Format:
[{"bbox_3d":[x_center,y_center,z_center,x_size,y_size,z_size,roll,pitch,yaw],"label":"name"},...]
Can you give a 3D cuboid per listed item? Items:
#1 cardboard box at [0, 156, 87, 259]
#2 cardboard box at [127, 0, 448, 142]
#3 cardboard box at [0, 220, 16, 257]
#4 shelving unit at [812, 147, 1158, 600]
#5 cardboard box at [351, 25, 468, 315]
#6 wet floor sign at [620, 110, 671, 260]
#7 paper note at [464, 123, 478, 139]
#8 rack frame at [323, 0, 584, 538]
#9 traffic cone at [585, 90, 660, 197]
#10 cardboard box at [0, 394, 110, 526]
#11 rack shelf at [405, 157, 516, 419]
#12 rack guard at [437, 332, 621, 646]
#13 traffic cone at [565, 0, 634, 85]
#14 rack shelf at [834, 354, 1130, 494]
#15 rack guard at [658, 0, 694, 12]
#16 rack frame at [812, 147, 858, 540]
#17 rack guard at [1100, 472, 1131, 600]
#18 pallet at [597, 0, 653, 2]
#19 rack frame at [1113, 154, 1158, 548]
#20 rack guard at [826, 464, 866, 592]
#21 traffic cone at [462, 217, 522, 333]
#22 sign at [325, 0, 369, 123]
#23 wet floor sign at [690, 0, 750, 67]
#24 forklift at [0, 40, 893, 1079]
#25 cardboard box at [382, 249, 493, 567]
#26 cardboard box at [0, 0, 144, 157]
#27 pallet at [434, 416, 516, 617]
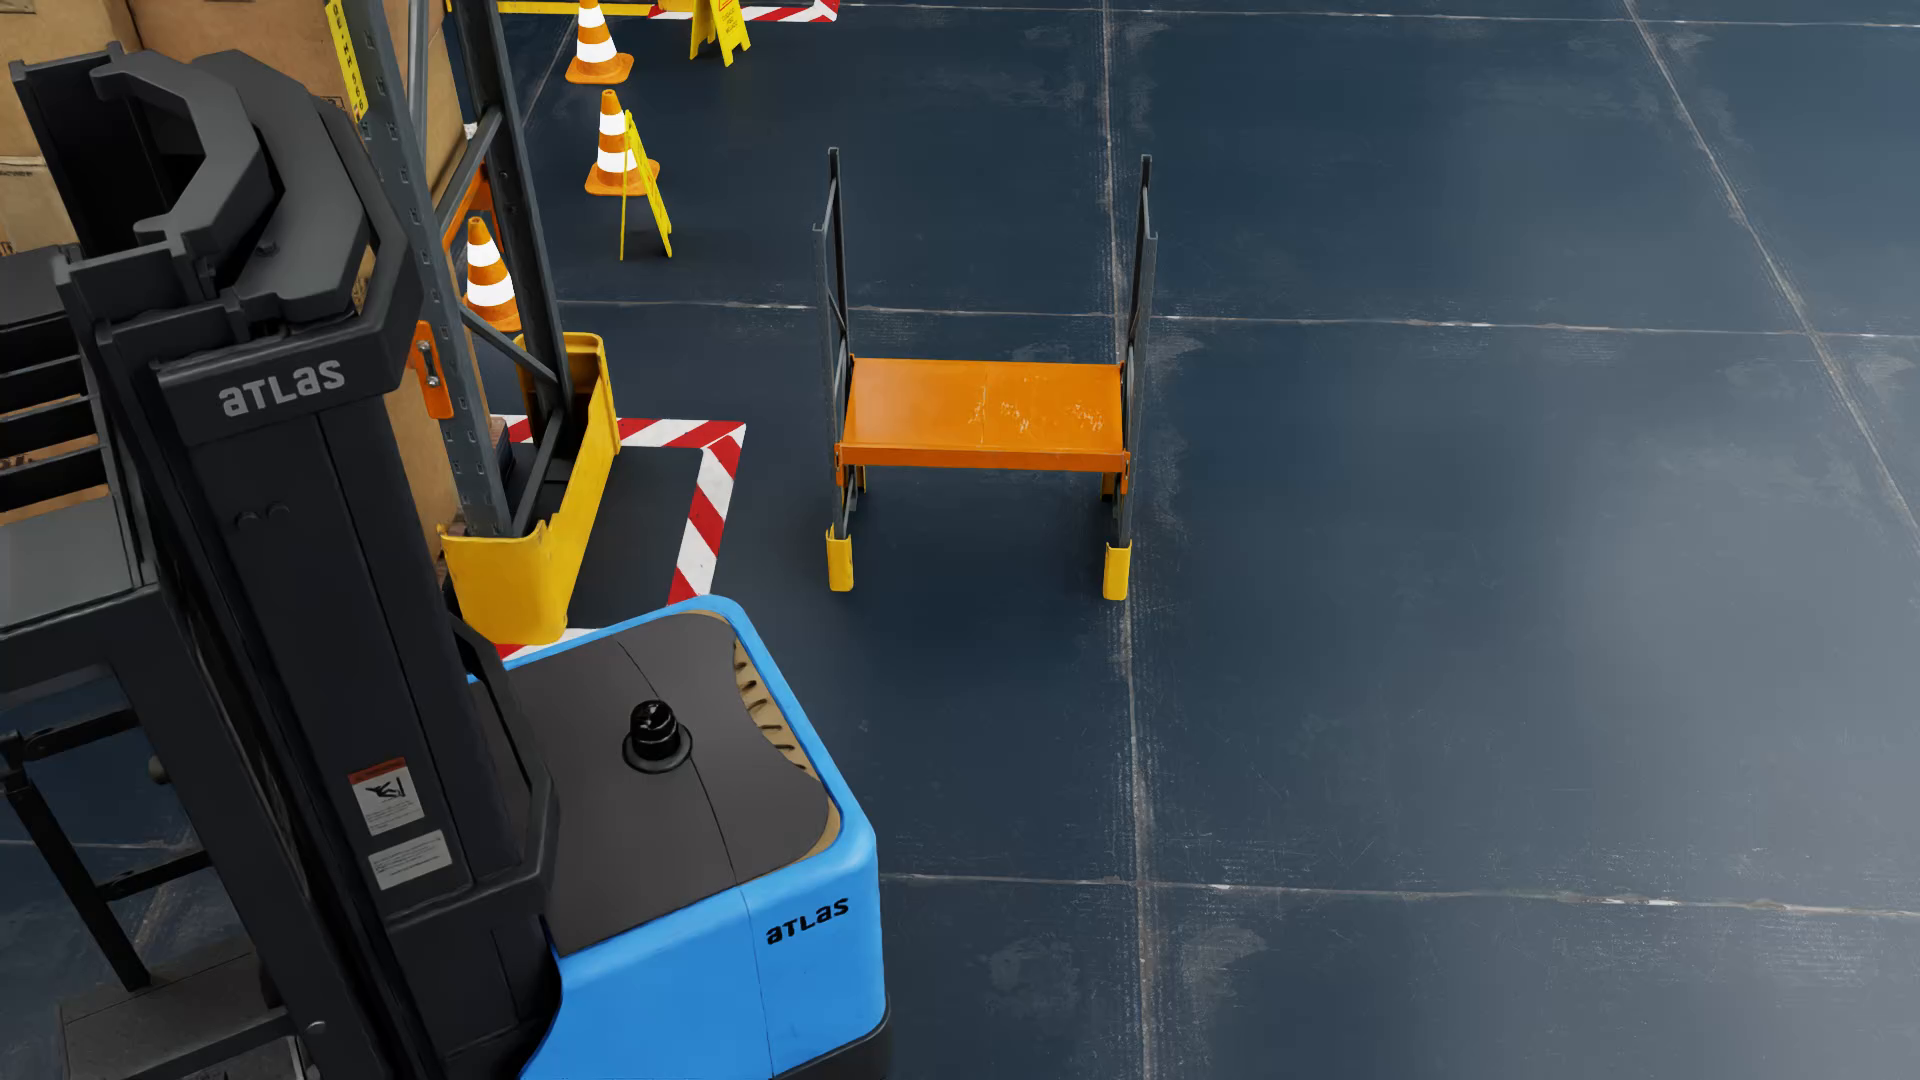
[{"bbox_3d":[-2.501,-1.167,5.192,0.550,0.550,0.875,2,43,2],"label":"cardboard box"},{"bbox_3d":[-1.947,-1.617,4.883,0.550,0.550,0.875,2,43,2],"label":"cardboard box"},{"bbox_3d":[-3.055,-1.269,5.302,0.550,0.550,0.875,2,43,2],"label":"cardboard box"},{"bbox_3d":[0.076,-0.546,5.736,1.083,1.500,0.587,2,43,2],"label":"shelving unit"},{"bbox_3d":[-1.950,-1.165,5.190,0.550,0.550,0.875,2,43,2],"label":"cardboard box"},{"bbox_3d":[-1.459,-1.615,7.511,0.232,0.644,0.267,-5,43,-5],"label":"wet floor sign"},{"bbox_3d":[-2.490,-2.090,8.471,0.142,0.019,0.148,-12,44,-13],"label":"paper note"},{"bbox_3d":[-1.578,-1.129,5.262,0.127,3.000,1.000,2,43,2],"label":"rack frame"},{"bbox_3d":[-1.654,-1.943,7.997,0.334,0.463,0.336,2,43,2],"label":"traffic cone"},{"bbox_3d":[-3.137,-0.507,5.844,0.875,0.875,0.875,1,43,1],"label":"cardboard box"},{"bbox_3d":[-3.576,-0.928,5.573,4.000,0.370,1.077,2,43,2],"label":"rack shelf"},{"bbox_3d":[-1.554,-0.214,6.113,0.348,0.500,1.175,2,43,2],"label":"rack guard"},{"bbox_3d":[-1.943,-2.710,8.819,0.334,0.463,0.336,2,43,2],"label":"traffic cone"},{"bbox_3d":[0.085,-0.415,5.859,1.000,0.185,0.538,2,43,2],"label":"rack shelf"},{"bbox_3d":[-1.531,-3.591,9.738,0.348,0.500,1.175,2,43,2],"label":"rack guard"},{"bbox_3d":[-0.423,-0.562,5.753,0.032,1.500,0.500,2,43,2],"label":"rack frame"},{"bbox_3d":[0.574,-0.074,6.146,0.087,0.250,0.587,2,43,2],"label":"rack guard"},{"bbox_3d":[-2.341,-3.534,9.889,1.213,0.211,1.003,2,43,2],"label":"pallet"},{"bbox_3d":[0.593,-0.531,5.719,0.032,1.500,0.500,2,43,2],"label":"rack frame"},{"bbox_3d":[-0.421,-0.104,6.179,0.087,0.250,0.587,2,43,2],"label":"rack guard"},{"bbox_3d":[-2.044,-1.184,7.182,0.334,0.463,0.336,2,43,2],"label":"traffic cone"},{"bbox_3d":[-1.616,-1.271,4.390,0.005,0.325,0.100,2,43,2],"label":"sign"},{"bbox_3d":[-1.314,-2.907,8.897,0.232,0.644,0.267,16,45,16],"label":"wet floor sign"},{"bbox_3d":[-1.734,0.594,3.462,3.031,2.935,1.130,-19,46,-20],"label":"forklift"},{"bbox_3d":[-2.258,-0.481,5.817,0.875,0.875,0.875,2,43,2],"label":"cardboard box"},{"bbox_3d":[-2.500,-1.571,4.834,0.550,0.550,0.875,2,43,2],"label":"cardboard box"},{"bbox_3d":[-2.380,-0.080,6.181,1.213,0.211,1.003,2,43,2],"label":"pallet"}]
